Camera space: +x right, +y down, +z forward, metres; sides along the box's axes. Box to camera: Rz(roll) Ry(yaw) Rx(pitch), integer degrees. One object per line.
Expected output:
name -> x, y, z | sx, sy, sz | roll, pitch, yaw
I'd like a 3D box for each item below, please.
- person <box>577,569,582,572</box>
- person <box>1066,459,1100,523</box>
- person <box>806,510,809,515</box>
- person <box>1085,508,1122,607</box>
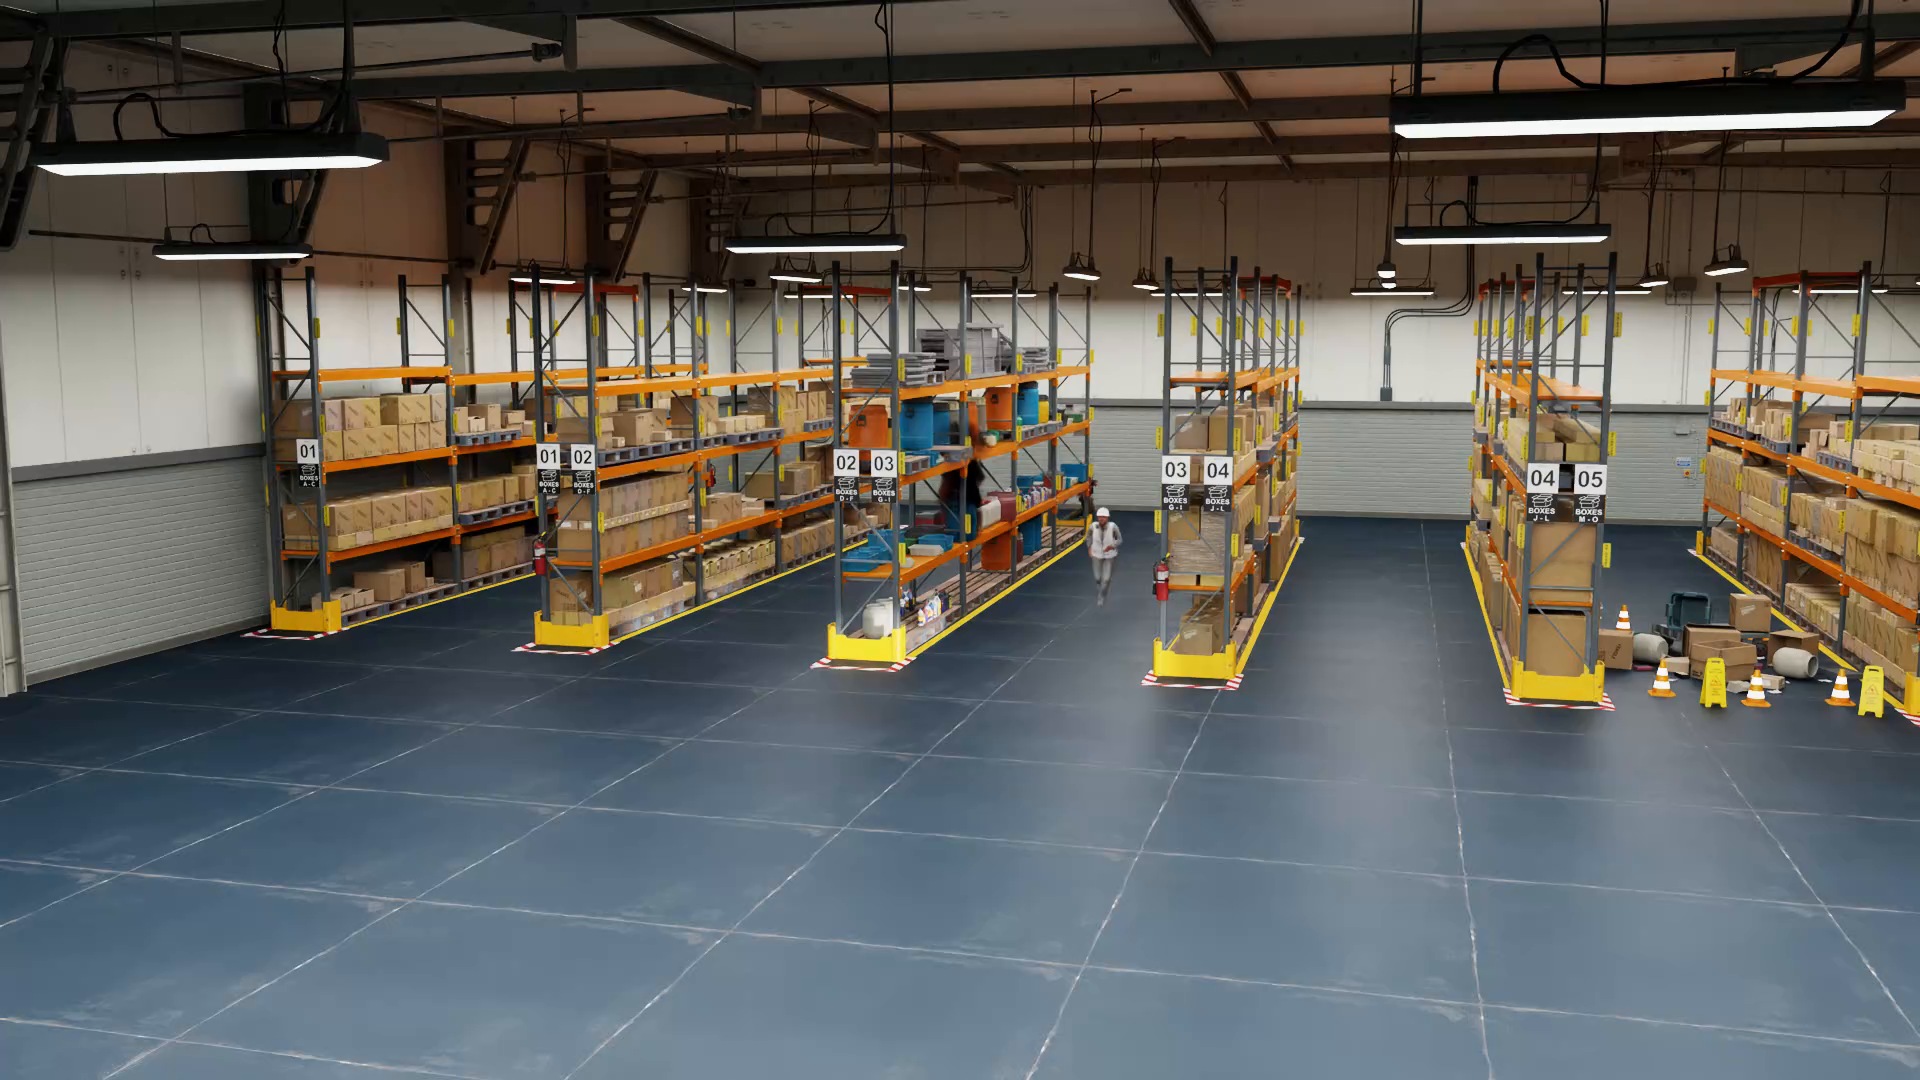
person -> -6.864, 0.362, 30.628 | 0.542, 1.549, 0.584 | 1, 7, 4
person -> 3.120, -1.128, 41.480 | 0.998, 1.798, 0.730 | 3, 8, 26
person -> -4.158, -1.332, 43.741 | 0.798, 1.621, 0.571 | 4, 8, 31
person -> 2.454, 0.284, 28.408 | 0.641, 1.716, 0.739 | 1, 7, 7
